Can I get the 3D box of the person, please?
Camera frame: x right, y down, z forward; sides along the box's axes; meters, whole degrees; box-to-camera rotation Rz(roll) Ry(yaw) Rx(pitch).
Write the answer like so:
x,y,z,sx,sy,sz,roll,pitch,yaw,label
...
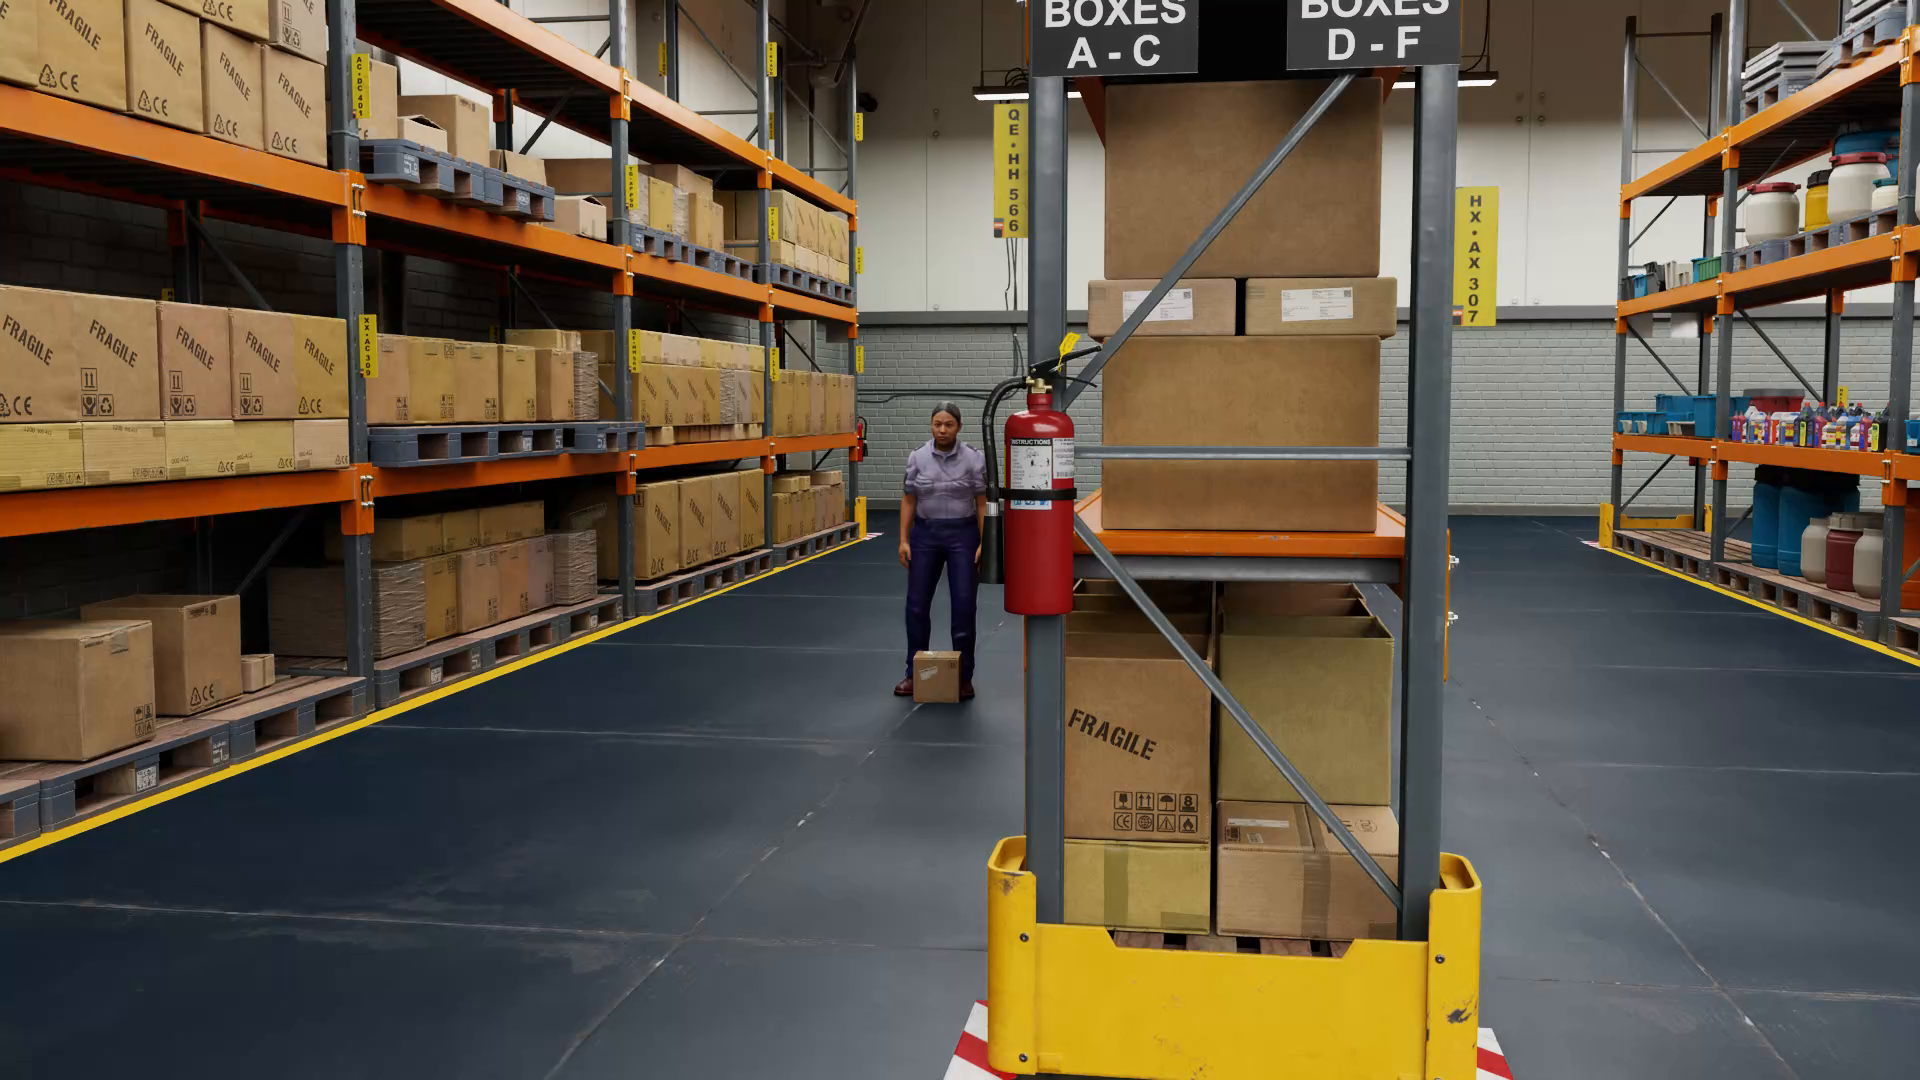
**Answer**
x,y,z,sx,sy,sz,roll,pitch,yaw,label
-0.094,0.044,9.396,0.538,1.652,0.413,1,5,9,person
